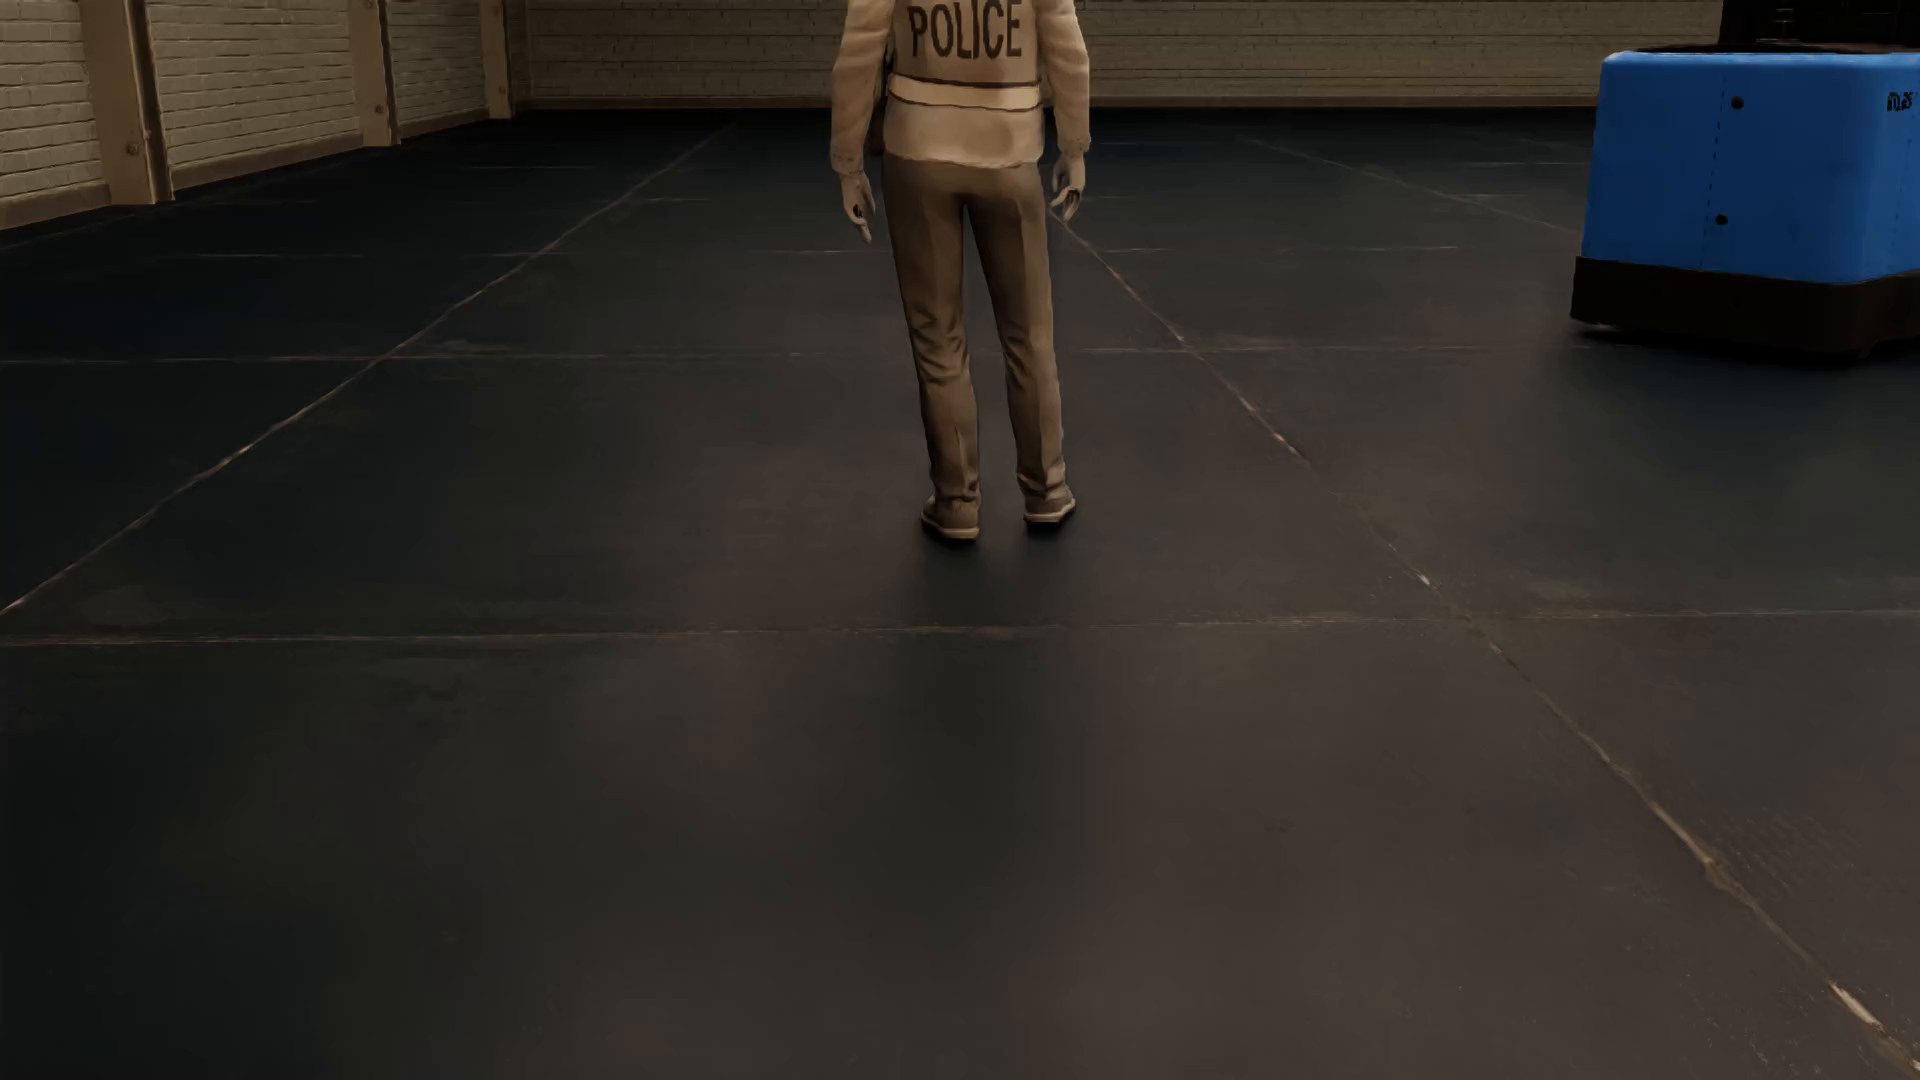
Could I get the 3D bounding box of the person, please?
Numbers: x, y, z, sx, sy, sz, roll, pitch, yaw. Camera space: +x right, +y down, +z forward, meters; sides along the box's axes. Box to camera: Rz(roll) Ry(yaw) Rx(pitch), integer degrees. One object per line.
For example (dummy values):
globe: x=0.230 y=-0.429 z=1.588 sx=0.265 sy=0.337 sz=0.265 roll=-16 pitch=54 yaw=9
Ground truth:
person: x=0.004 y=-0.837 z=3.733 sx=0.586 sy=1.695 sz=0.532 roll=-1 pitch=17 yaw=-3

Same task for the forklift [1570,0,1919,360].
forklift: x=3.837 y=-2.383 z=6.698 sx=3.031 sy=2.935 sz=1.130 roll=-14 pitch=22 yaw=-39
